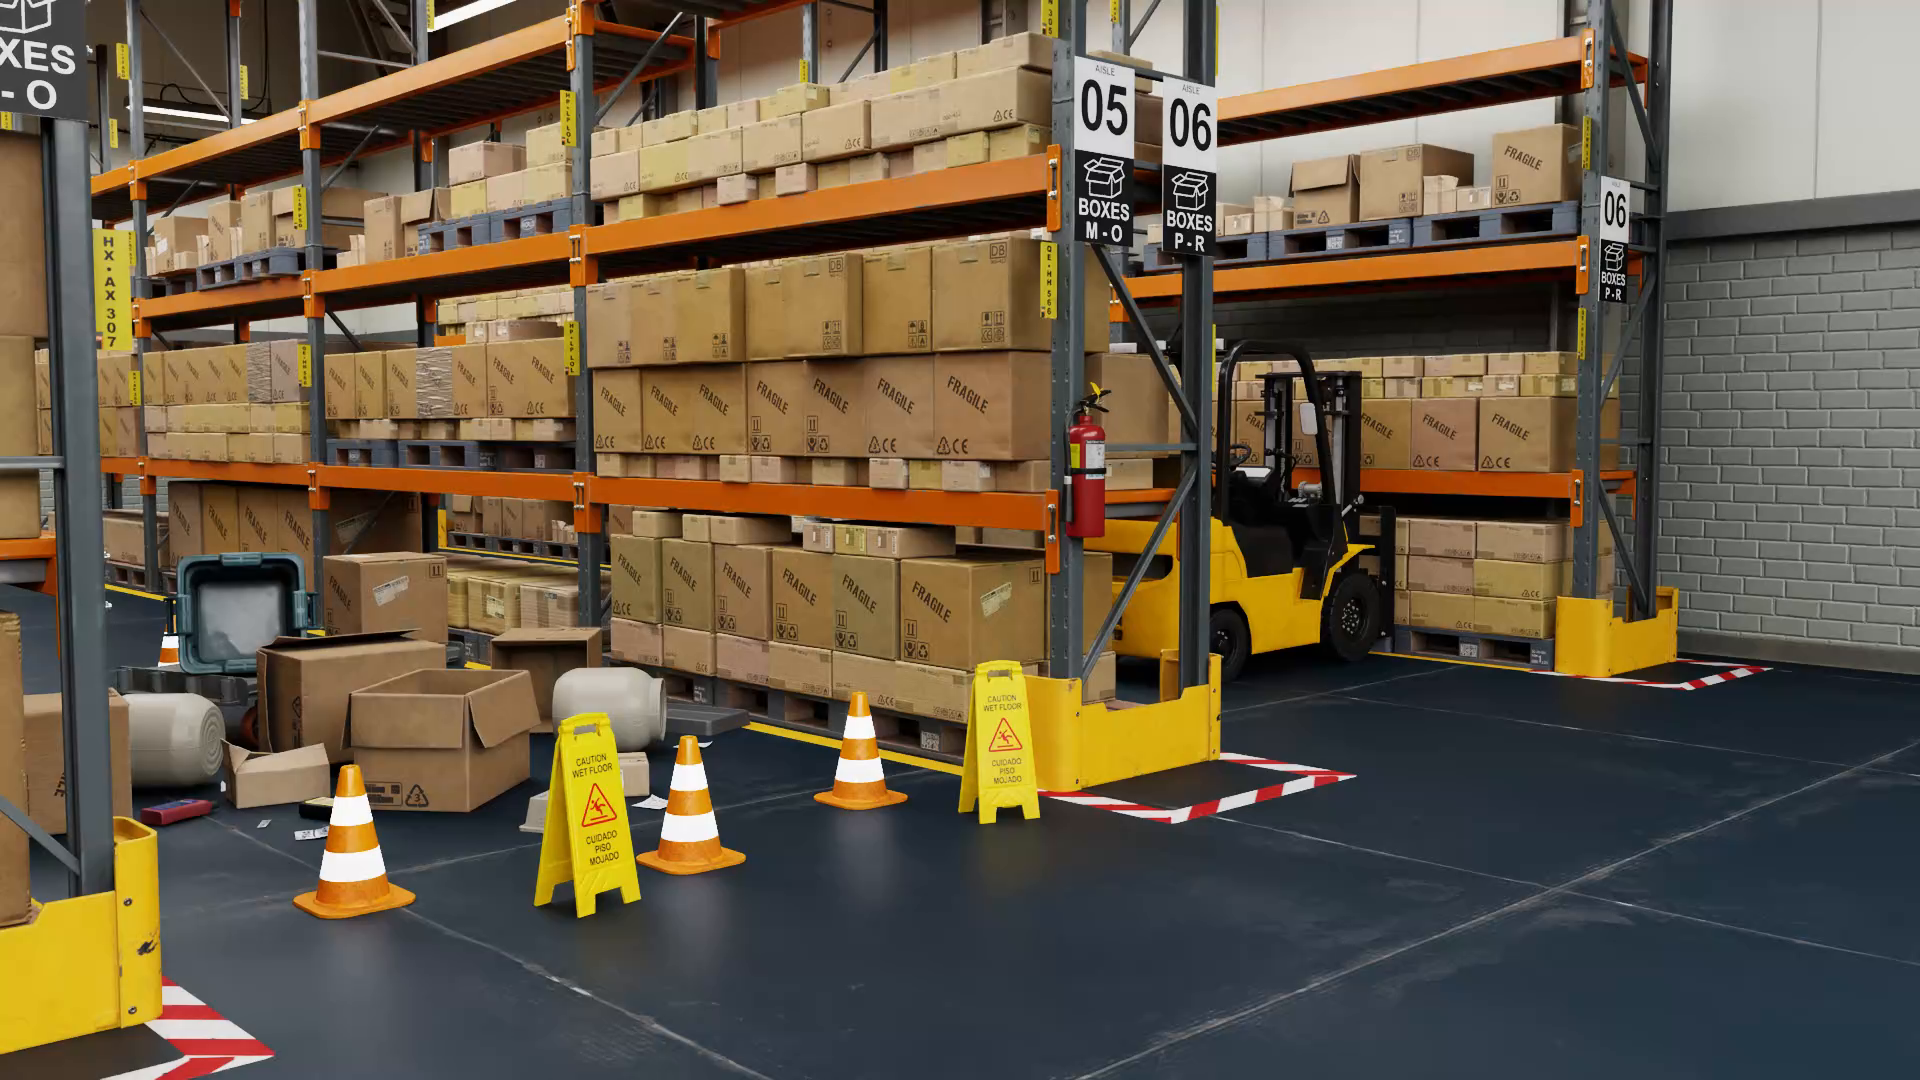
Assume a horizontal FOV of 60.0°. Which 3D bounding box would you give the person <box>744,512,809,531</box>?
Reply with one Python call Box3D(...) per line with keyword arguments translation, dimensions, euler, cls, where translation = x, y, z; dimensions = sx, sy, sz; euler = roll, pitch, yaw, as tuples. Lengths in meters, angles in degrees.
Box3D(translation=(-1.197, 0.265, 11.902), dimensions=(0.572, 1.069, 0.933), euler=(-4, 5, -45), cls="person")
